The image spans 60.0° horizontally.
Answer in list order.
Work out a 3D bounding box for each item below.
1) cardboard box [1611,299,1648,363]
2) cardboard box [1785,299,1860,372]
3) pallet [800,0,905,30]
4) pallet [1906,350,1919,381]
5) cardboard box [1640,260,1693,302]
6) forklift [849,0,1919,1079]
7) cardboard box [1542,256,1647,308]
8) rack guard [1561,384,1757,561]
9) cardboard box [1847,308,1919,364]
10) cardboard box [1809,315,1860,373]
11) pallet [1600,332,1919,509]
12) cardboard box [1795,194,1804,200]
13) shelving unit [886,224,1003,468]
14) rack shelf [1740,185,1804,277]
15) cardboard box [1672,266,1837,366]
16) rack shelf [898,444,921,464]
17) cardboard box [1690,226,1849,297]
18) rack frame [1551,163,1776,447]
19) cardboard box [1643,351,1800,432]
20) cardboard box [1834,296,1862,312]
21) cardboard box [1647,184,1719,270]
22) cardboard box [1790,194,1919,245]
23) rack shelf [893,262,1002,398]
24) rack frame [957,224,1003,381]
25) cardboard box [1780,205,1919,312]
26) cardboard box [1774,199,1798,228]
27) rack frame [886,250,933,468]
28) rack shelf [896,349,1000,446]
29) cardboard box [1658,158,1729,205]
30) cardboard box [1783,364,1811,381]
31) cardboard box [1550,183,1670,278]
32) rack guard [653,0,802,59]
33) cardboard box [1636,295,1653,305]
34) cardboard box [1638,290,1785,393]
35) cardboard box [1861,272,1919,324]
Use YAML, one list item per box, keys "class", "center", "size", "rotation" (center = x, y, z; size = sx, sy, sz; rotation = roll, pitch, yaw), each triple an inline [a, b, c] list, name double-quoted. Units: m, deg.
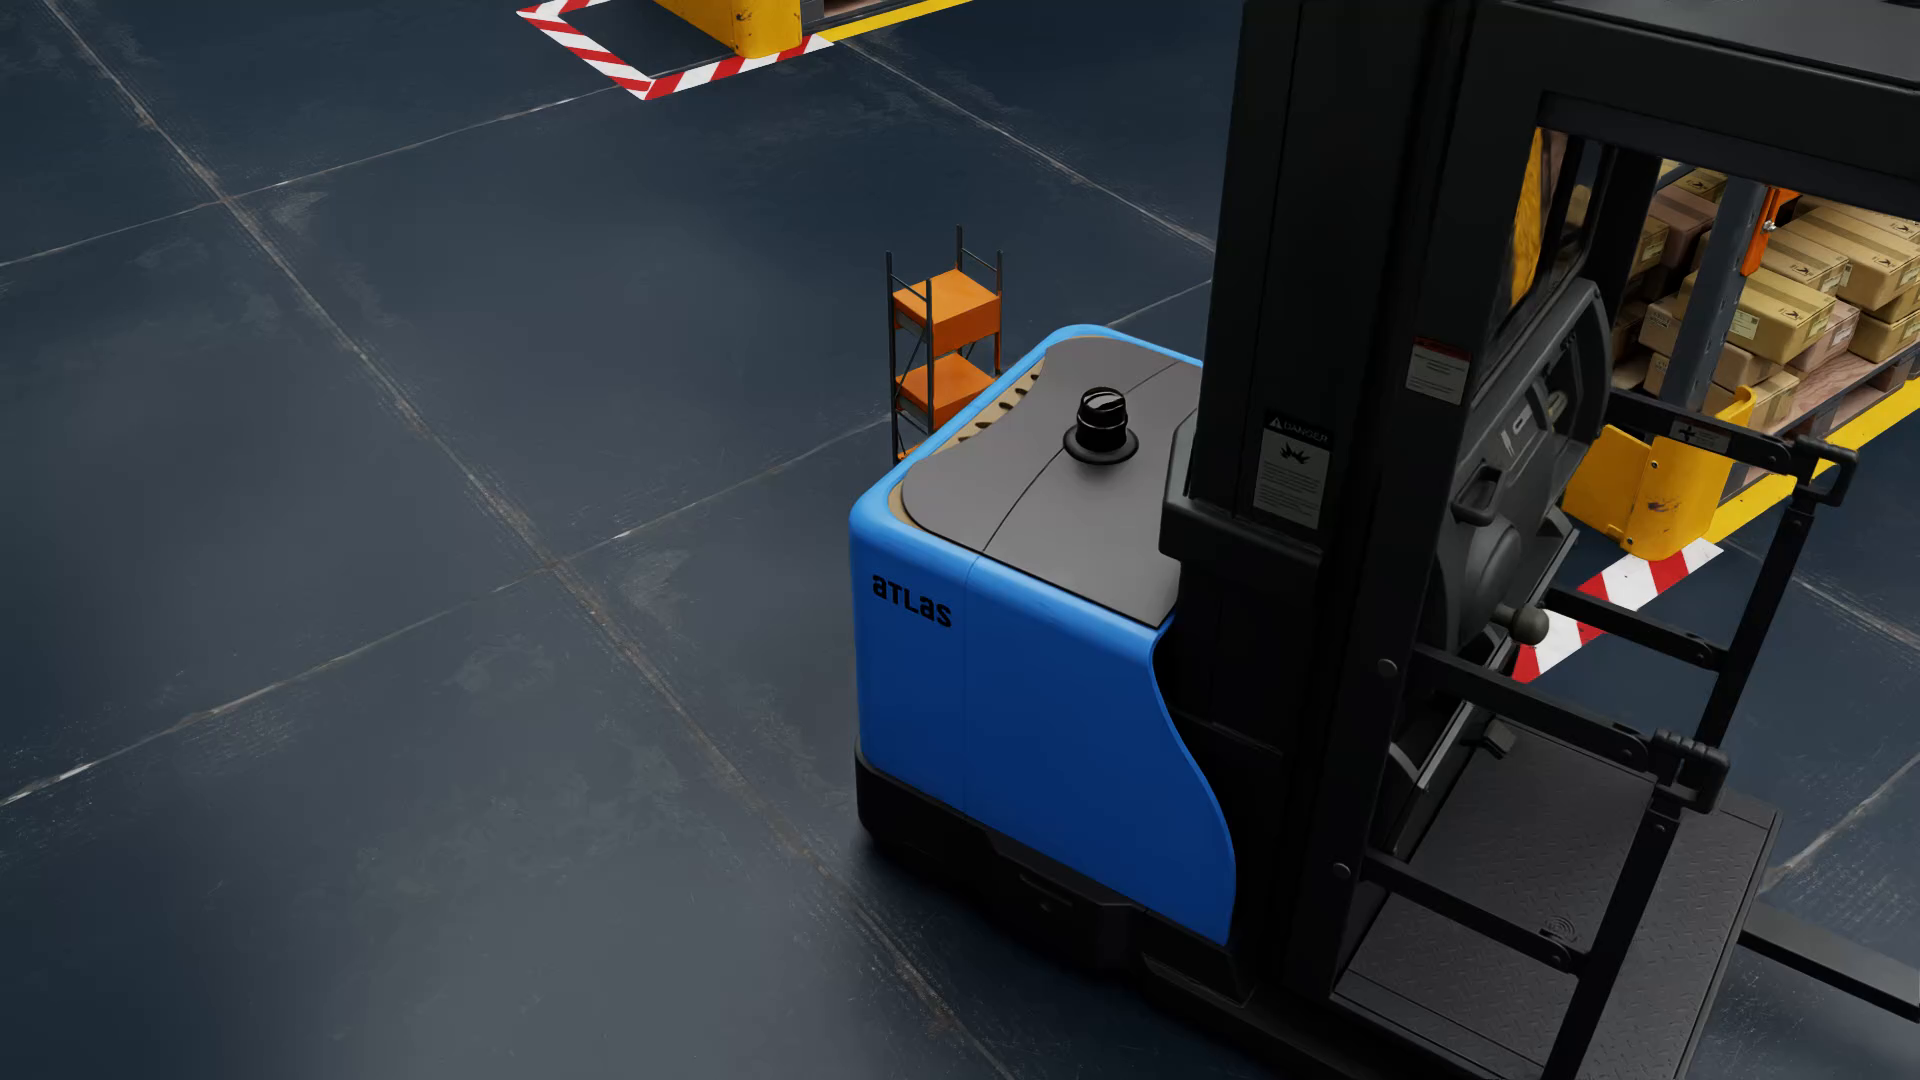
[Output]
- class: "cardboard box"
  center: [2.157, -0.776, 5.747]
  size: [0.250, 0.149, 0.380]
  rotation: [-25, 46, -27]
- class: "cardboard box"
  center: [2.690, -0.733, 5.461]
  size: [0.250, 0.149, 0.380]
  rotation: [-26, 46, -28]
- class: "pallet"
  center: [-0.643, -3.128, 8.896]
  size: [1.213, 0.211, 1.003]
  rotation: [-26, 46, -28]
- class: "pallet"
  center: [3.559, -1.123, 6.453]
  size: [1.213, 0.211, 1.003]
  rotation: [-26, 46, -28]
- class: "cardboard box"
  center: [2.352, -1.004, 5.791]
  size: [0.250, 0.149, 0.380]
  rotation: [-27, 47, -29]
- class: "forklift"
  center: [1.245, -0.104, 3.065]
  size: [3.031, 2.935, 1.130]
  rotation: [23, 45, 26]
- class: "cardboard box"
  center: [2.111, -0.930, 5.701]
  size: [0.250, 0.149, 0.380]
  rotation: [-27, 47, -29]
- class: "rack guard"
  center: [1.927, -0.470, 5.429]
  size: [0.348, 0.500, 1.175]
  rotation: [-26, 46, -28]
- class: "cardboard box"
  center: [3.097, -0.794, 5.770]
  size: [0.250, 0.149, 0.380]
  rotation: [-25, 46, -28]
- class: "cardboard box"
  center: [2.828, -0.751, 5.717]
  size: [0.250, 0.149, 0.380]
  rotation: [-25, 46, -28]
- class: "pallet"
  center: [2.593, -0.655, 5.882]
  size: [1.213, 0.211, 1.003]
  rotation: [-26, 46, -28]
- class: "cardboard box"
  center: [2.925, -1.338, 6.198]
  size: [0.250, 0.149, 0.380]
  rotation: [-25, 46, -27]
- class: "shelving unit"
  center: [-0.042, -0.385, 4.892]
  size: [0.252, 1.050, 0.215]
  rotation: [-26, 46, -28]
- class: "rack shelf"
  center: [3.453, -1.902, 5.771]
  size: [4.000, 0.370, 1.077]
  rotation: [-26, 46, -28]
- class: "cardboard box"
  center: [2.489, -0.729, 5.221]
  size: [0.250, 0.149, 0.380]
  rotation: [-28, 47, -30]
- class: "rack shelf"
  center: [-0.042, -0.162, 5.075]
  size: [0.240, 0.259, 0.215]
  rotation: [-26, 46, -28]
- class: "cardboard box"
  center: [2.635, -0.896, 5.425]
  size: [0.250, 0.149, 0.380]
  rotation: [-25, 46, -27]
- class: "rack frame"
  center: [1.867, -1.407, 4.600]
  size: [0.127, 3.000, 1.000]
  rotation: [-26, 46, -28]
- class: "cardboard box"
  center: [2.477, -0.509, 5.422]
  size: [0.250, 0.149, 0.380]
  rotation: [-25, 46, -27]
- class: "cardboard box"
  center: [2.830, -0.872, 5.630]
  size: [0.250, 0.149, 0.380]
  rotation: [-25, 46, -28]
- class: "cardboard box"
  center: [2.366, -1.098, 5.670]
  size: [0.250, 0.149, 0.380]
  rotation: [-25, 46, -27]
- class: "cardboard box"
  center: [3.059, -1.066, 5.633]
  size: [0.250, 0.149, 0.380]
  rotation: [-28, 47, -30]
- class: "rack shelf"
  center: [-0.042, -0.596, 4.719]
  size: [0.240, 0.259, 0.215]
  rotation: [-26, 46, -28]
- class: "rack frame"
  center: [0.054, -0.432, 4.949]
  size: [0.008, 1.050, 0.200]
  rotation: [-26, 46, -28]
- class: "cardboard box"
  center: [2.912, -0.929, 5.465]
  size: [0.250, 0.149, 0.380]
  rotation: [-26, 46, -28]
- class: "cardboard box"
  center: [2.798, -1.184, 6.010]
  size: [0.250, 0.149, 0.380]
  rotation: [-27, 46, -29]
- class: "rack frame"
  center: [-0.139, -0.338, 4.834]
  size: [0.008, 1.050, 0.200]
  rotation: [-26, 46, -28]
- class: "rack shelf"
  center: [-0.042, -0.377, 4.899]
  size: [0.240, 0.259, 0.215]
  rotation: [-26, 46, -28]
- class: "cardboard box"
  center: [2.494, -1.262, 5.870]
  size: [0.250, 0.149, 0.380]
  rotation: [-27, 46, -29]
- class: "cardboard box"
  center: [2.635, -0.651, 5.595]
  size: [0.250, 0.149, 0.380]
  rotation: [-26, 46, -28]
- class: "cardboard box"
  center: [2.132, -1.029, 5.587]
  size: [0.250, 0.149, 0.380]
  rotation: [-25, 46, -28]
- class: "rack guard"
  center: [-1.249, -2.882, 8.369]
  size: [0.348, 0.500, 1.175]
  rotation: [-26, 46, -28]
- class: "cardboard box"
  center: [2.299, -0.926, 5.930]
  size: [0.250, 0.149, 0.380]
  rotation: [-25, 45, -27]
- class: "cardboard box"
  center: [2.439, -0.656, 5.366]
  size: [0.250, 0.149, 0.380]
  rotation: [-24, 45, -26]
- class: "cardboard box"
  center: [3.100, -0.917, 5.685]
  size: [0.250, 0.149, 0.380]
  rotation: [-25, 45, -27]
